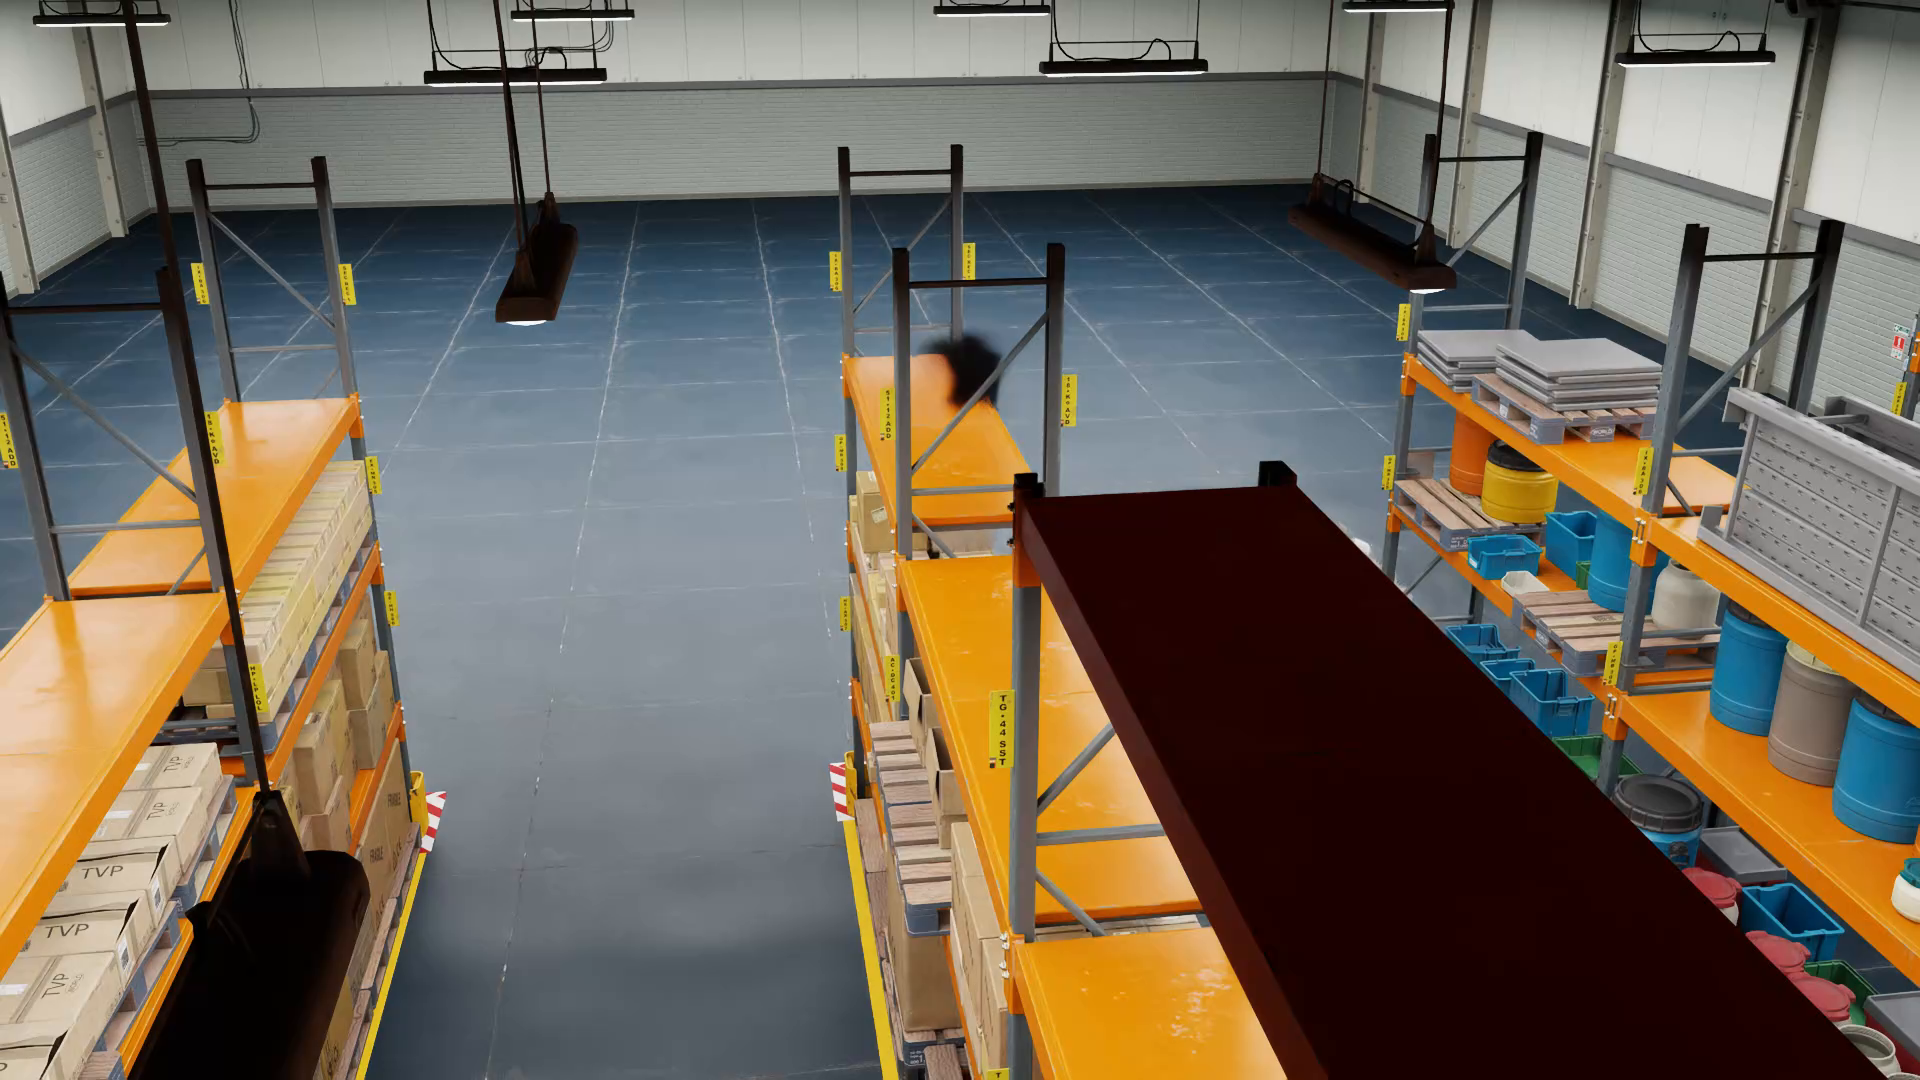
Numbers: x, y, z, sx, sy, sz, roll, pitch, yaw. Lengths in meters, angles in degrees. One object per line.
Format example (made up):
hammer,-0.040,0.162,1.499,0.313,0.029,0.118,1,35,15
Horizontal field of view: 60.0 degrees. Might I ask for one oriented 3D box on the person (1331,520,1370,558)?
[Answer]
person,4.235,0.606,18.019,0.886,1.660,0.655,10,24,24
